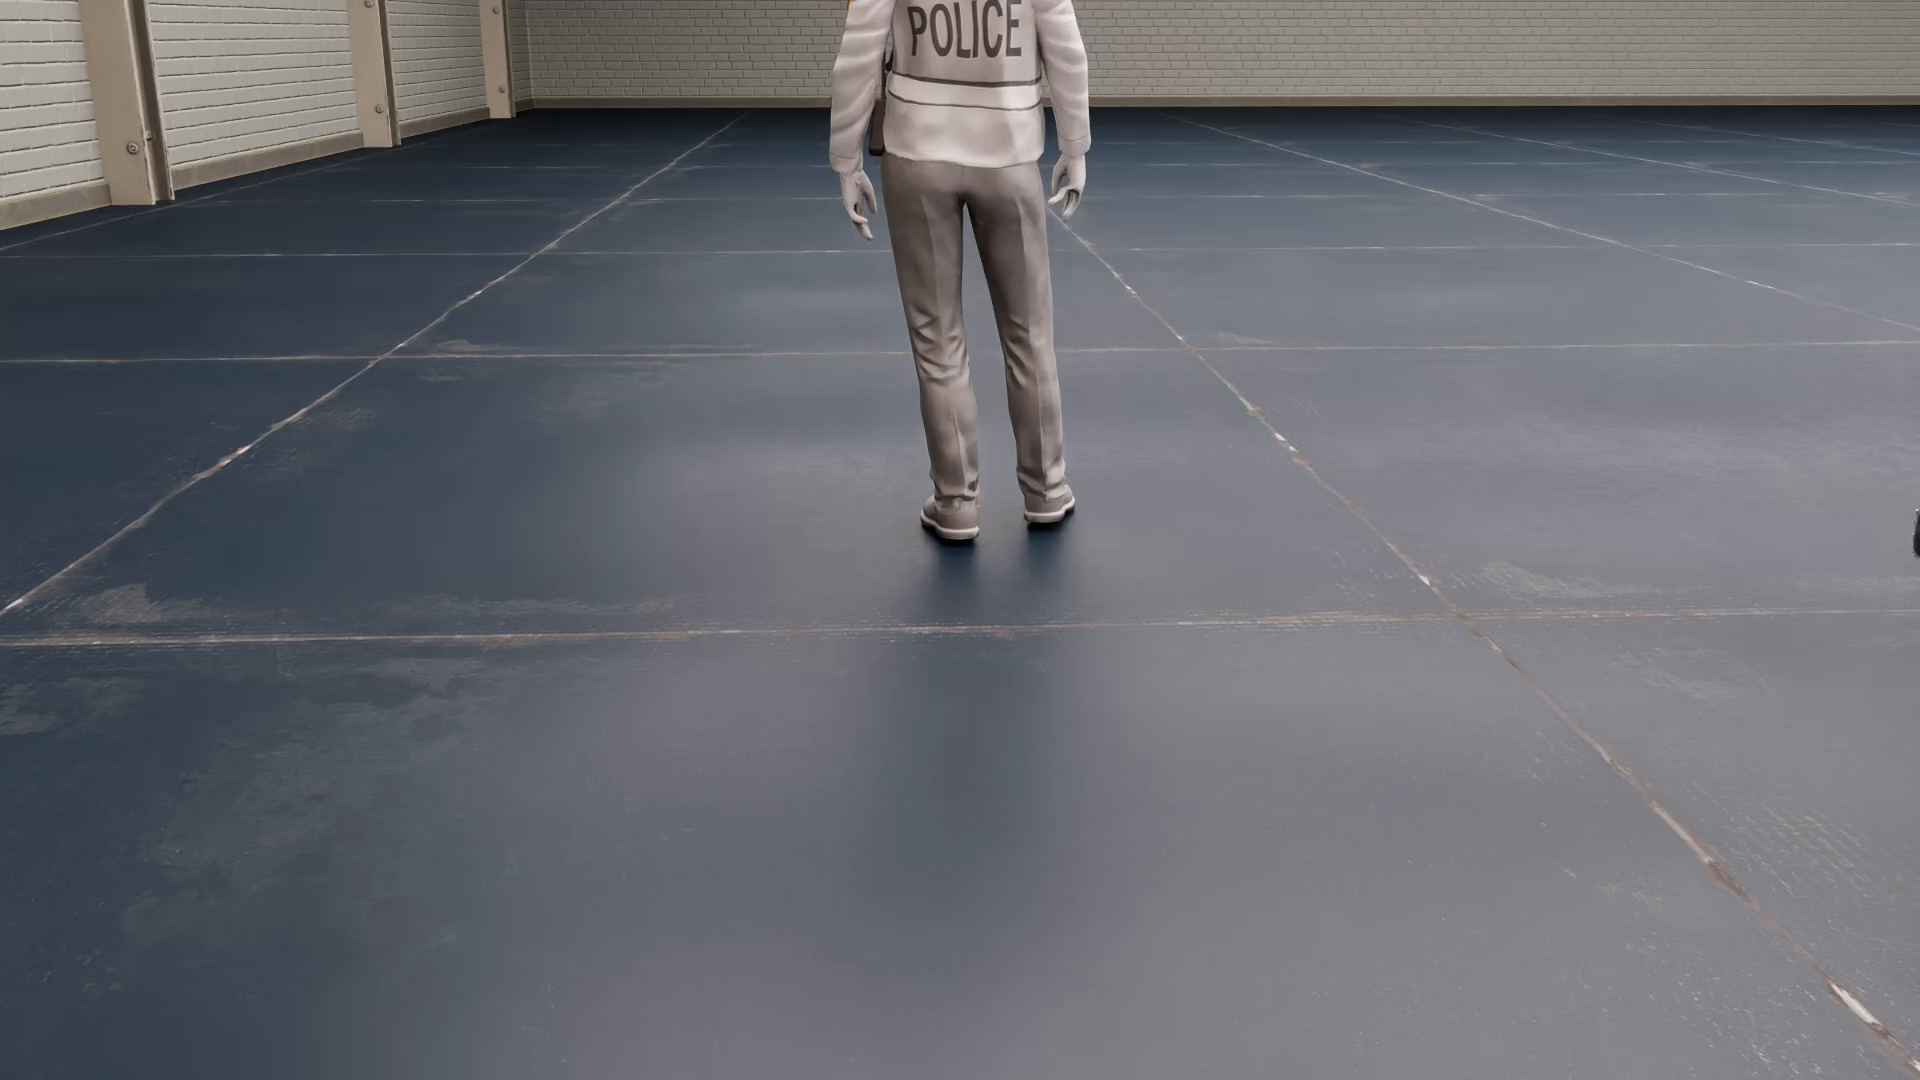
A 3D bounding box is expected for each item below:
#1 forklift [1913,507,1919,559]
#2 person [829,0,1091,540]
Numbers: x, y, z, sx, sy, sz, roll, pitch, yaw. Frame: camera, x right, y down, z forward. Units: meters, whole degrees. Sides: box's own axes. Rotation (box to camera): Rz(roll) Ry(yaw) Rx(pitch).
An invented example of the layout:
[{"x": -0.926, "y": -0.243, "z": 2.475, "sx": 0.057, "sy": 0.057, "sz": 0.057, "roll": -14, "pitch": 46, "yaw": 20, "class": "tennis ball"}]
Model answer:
[{"x": 3.349, "y": -1.046, "z": 2.328, "sx": 3.031, "sy": 2.935, "sz": 1.130, "roll": 6, "pitch": 18, "yaw": 19, "class": "forklift"}, {"x": 0.003, "y": -0.837, "z": 3.734, "sx": 0.588, "sy": 1.695, "sz": 0.531, "roll": -1, "pitch": 17, "yaw": -3, "class": "person"}]
